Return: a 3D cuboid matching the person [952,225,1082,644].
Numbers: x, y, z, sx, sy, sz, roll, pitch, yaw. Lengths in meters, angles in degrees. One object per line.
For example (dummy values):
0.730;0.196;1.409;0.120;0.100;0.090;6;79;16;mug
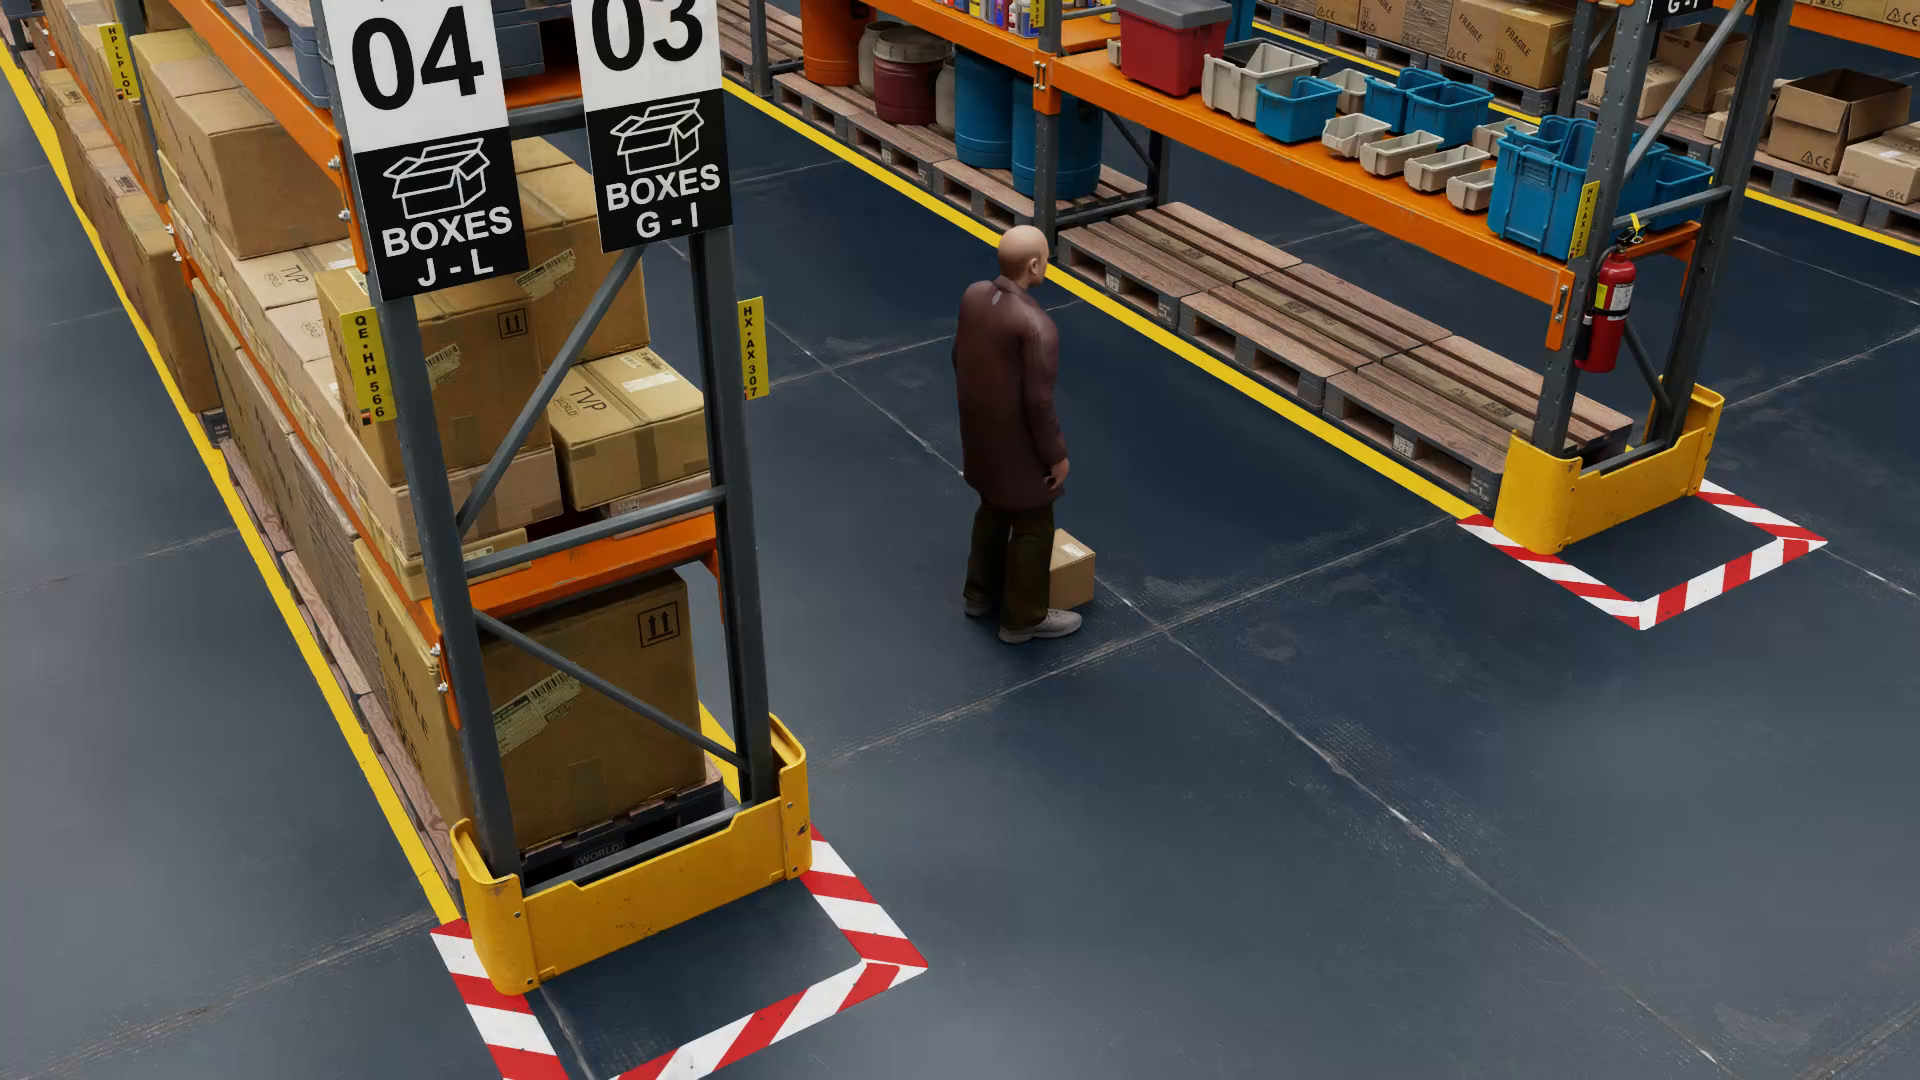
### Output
0.210;-0.353;6.883;0.416;1.592;0.653;-20;37;-28;person
